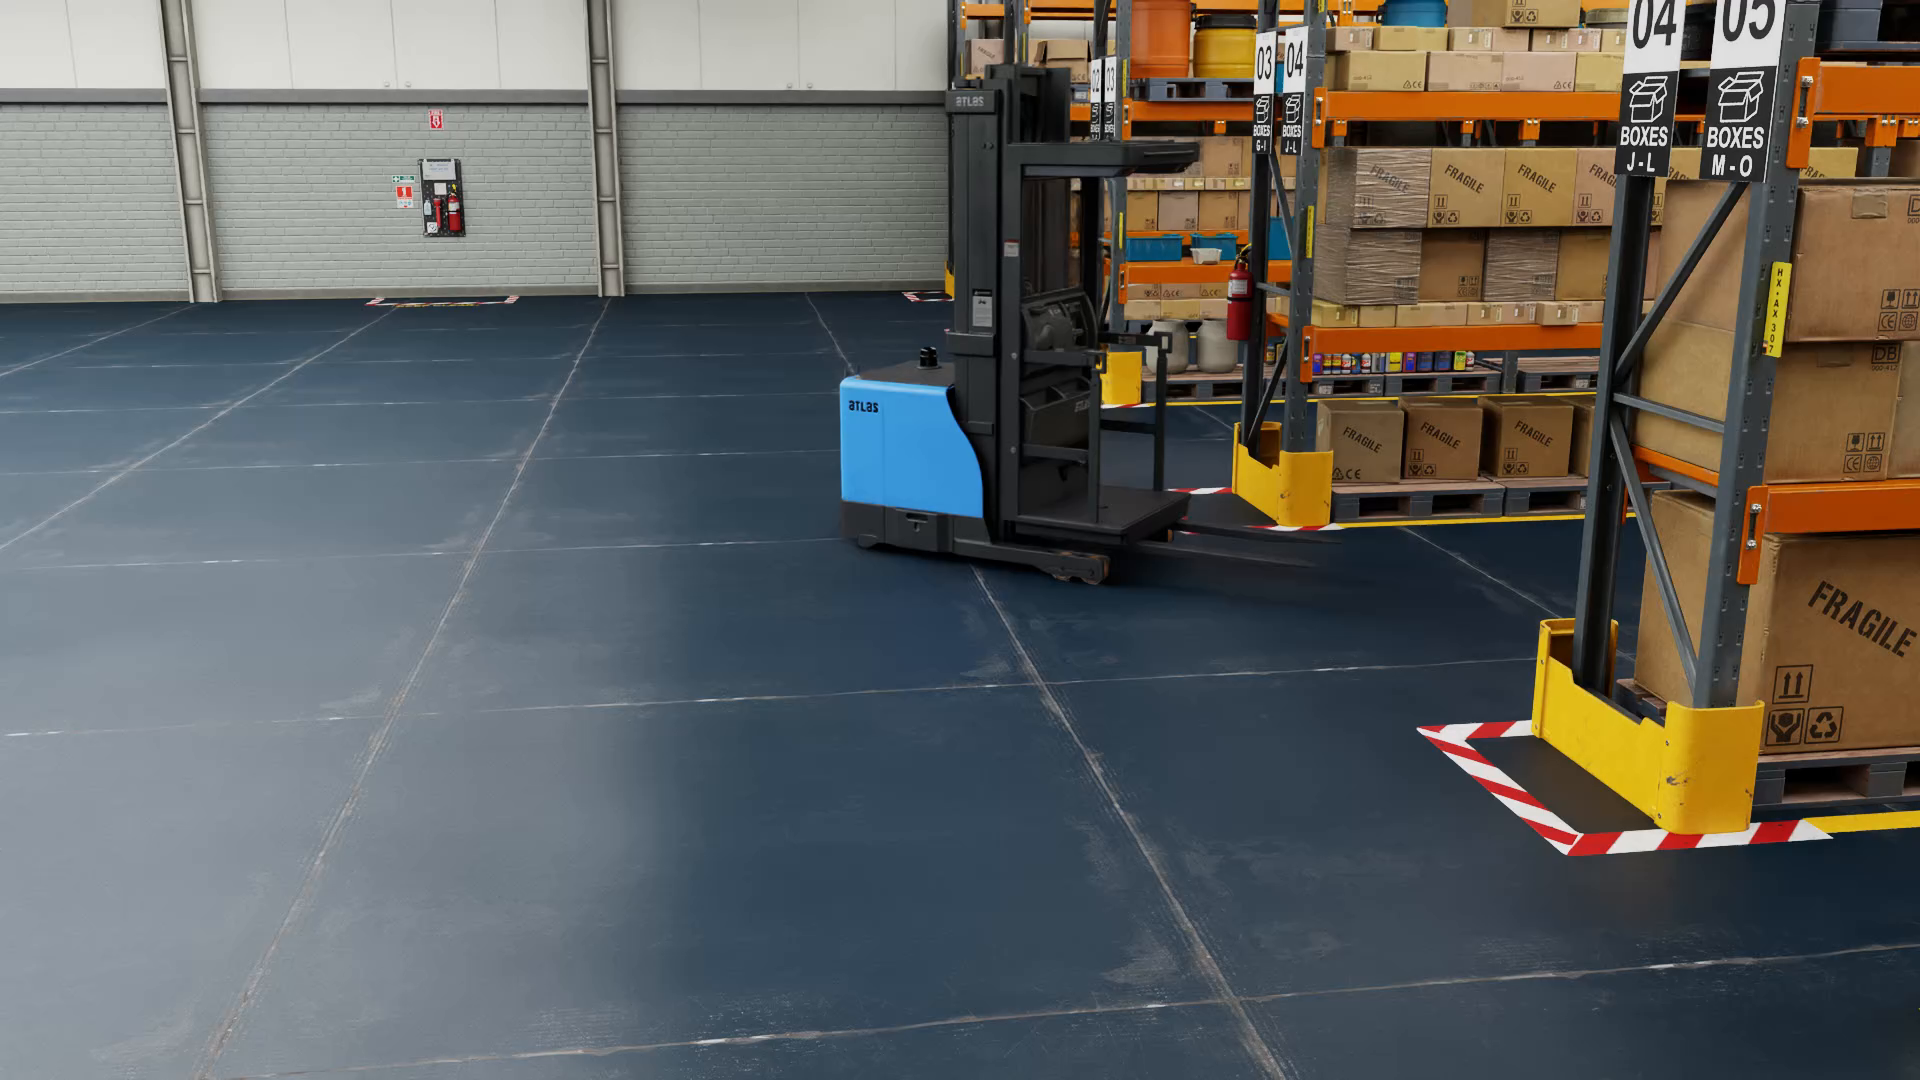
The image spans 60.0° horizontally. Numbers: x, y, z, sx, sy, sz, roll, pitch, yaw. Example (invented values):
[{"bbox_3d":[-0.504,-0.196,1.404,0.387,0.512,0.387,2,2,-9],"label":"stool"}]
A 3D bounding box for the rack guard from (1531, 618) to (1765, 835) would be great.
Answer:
[{"bbox_3d":[2.770,0.728,6.793,0.348,0.500,1.175,-2,14,-8],"label":"rack guard"}]

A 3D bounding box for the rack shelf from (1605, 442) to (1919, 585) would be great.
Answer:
[{"bbox_3d":[4.772,-0.209,6.869,4.000,0.370,1.077,-2,14,-8],"label":"rack shelf"}]

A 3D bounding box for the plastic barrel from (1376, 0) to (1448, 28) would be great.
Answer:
[{"bbox_3d":[4.372,-4.910,16.075,0.708,0.901,0.600,-2,14,-8],"label":"plastic barrel"}]

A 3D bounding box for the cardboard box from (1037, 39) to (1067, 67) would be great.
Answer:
[{"bbox_3d":[1.367,-7.238,24.947,0.500,0.500,0.500,-2,14,-7],"label":"cardboard box"}]

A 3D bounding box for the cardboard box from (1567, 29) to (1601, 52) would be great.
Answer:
[{"bbox_3d":[3.993,-3.272,10.923,0.250,0.149,0.380,-2,14,-9],"label":"cardboard box"}]

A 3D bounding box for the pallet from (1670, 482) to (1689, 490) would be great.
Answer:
[{"bbox_3d":[5.452,-0.442,12.050,1.213,0.211,1.003,-2,14,-8],"label":"pallet"}]

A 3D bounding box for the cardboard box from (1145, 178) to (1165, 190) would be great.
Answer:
[{"bbox_3d":[2.376,-4.438,20.713,0.250,0.149,0.380,-2,14,-9],"label":"cardboard box"}]

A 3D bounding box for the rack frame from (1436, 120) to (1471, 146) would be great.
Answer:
[{"bbox_3d":[7.852,-5.547,26.673,0.127,3.000,1.000,-2,14,-8],"label":"rack frame"}]

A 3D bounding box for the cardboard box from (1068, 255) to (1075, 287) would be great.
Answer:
[{"bbox_3d":[1.169,-3.390,21.321,0.500,0.500,0.500,-2,14,-8],"label":"cardboard box"}]

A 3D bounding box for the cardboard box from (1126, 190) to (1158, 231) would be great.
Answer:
[{"bbox_3d":[2.157,-4.165,20.956,0.500,0.500,0.700,-2,14,-8],"label":"cardboard box"}]

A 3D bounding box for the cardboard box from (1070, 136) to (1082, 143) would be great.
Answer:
[{"bbox_3d":[1.199,-4.759,20.659,0.500,0.500,0.700,-2,14,-8],"label":"cardboard box"}]

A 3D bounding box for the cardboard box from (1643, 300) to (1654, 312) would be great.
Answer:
[{"bbox_3d":[4.698,-1.594,11.427,0.250,0.149,0.380,-2,14,-8],"label":"cardboard box"}]

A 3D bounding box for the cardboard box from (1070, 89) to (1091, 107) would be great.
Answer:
[{"bbox_3d":[1.885,-6.777,25.166,0.500,0.500,0.500,-1,14,-5],"label":"cardboard box"}]

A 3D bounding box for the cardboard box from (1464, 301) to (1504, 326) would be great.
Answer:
[{"bbox_3d":[3.464,-1.545,11.232,0.250,0.149,0.380,-2,14,-8],"label":"cardboard box"}]

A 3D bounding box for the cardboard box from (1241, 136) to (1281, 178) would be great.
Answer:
[{"bbox_3d":[3.701,-4.852,21.030,0.500,0.500,0.700,-2,14,-8],"label":"cardboard box"}]

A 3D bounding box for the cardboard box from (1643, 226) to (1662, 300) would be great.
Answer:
[{"bbox_3d":[4.677,-1.967,11.581,0.500,0.500,0.875,-2,14,-8],"label":"cardboard box"}]

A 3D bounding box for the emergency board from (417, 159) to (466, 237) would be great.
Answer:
[{"bbox_3d":[-7.878,-5.193,25.260,0.643,1.169,0.194,-2,14,-8],"label":"emergency board"}]

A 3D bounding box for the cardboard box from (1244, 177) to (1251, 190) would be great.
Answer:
[{"bbox_3d":[3.638,-4.484,20.895,0.250,0.149,0.380,-2,14,-8],"label":"cardboard box"}]

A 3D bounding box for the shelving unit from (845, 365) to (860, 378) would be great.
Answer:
[{"bbox_3d":[-0.599,-0.624,11.052,0.252,1.050,0.215,6,15,23],"label":"shelving unit"}]

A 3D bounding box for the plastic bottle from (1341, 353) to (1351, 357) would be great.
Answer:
[{"bbox_3d":[3.952,-1.925,16.925,0.135,0.276,0.152,-2,14,-8],"label":"plastic bottle"}]

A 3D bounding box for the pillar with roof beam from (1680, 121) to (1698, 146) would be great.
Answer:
[{"bbox_3d":[13.012,-7.800,23.323,0.400,9.000,9.100,-2,14,-8],"label":"pillar with roof beam"}]

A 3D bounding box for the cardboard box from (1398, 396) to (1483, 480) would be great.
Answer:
[{"bbox_3d":[3.361,-0.722,11.711,0.500,0.500,0.500,2,14,6],"label":"cardboard box"}]

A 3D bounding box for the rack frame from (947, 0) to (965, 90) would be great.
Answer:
[{"bbox_3d":[-0.059,-8.167,24.787,0.127,3.000,1.000,-2,14,-8],"label":"rack frame"}]

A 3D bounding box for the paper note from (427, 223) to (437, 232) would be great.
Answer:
[{"bbox_3d":[-8.063,-4.775,25.408,0.142,0.148,0.016,-2,14,-8],"label":"paper note"}]

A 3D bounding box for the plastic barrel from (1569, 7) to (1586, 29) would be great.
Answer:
[{"bbox_3d":[5.843,-4.788,16.449,0.708,0.901,0.600,-2,14,-8],"label":"plastic barrel"}]

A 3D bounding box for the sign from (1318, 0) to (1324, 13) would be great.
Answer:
[{"bbox_3d":[2.236,-3.431,10.273,0.005,0.325,0.100,-2,14,-8],"label":"sign"}]

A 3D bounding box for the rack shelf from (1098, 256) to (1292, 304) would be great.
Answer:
[{"bbox_3d":[3.395,-2.597,16.391,4.000,0.370,1.077,-2,14,-8],"label":"rack shelf"}]

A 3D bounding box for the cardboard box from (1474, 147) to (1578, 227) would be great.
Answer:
[{"bbox_3d":[3.729,-2.349,11.051,0.500,0.500,0.500,-2,14,-8],"label":"cardboard box"}]

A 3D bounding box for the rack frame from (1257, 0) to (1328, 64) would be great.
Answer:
[{"bbox_3d":[2.155,-4.592,10.534,0.127,3.000,1.000,-2,14,-8],"label":"rack frame"}]

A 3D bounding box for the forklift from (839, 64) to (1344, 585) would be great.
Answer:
[{"bbox_3d":[0.778,-1.309,9.916,3.031,2.935,1.130,8,16,28],"label":"forklift"}]

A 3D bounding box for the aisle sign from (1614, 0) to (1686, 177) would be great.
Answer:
[{"bbox_3d":[2.679,-1.816,6.453,0.004,0.787,0.394,-2,14,-8],"label":"aisle sign"}]

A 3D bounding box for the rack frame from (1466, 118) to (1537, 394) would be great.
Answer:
[{"bbox_3d":[5.373,-3.019,16.593,0.127,3.000,1.000,-2,14,-8],"label":"rack frame"}]

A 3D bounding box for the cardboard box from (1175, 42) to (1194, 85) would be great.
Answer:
[{"bbox_3d":[2.991,-5.958,20.782,0.637,0.503,0.797,-1,14,-2],"label":"cardboard box"}]

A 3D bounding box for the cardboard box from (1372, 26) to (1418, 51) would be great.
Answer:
[{"bbox_3d":[2.733,-3.199,10.632,0.250,0.149,0.380,-2,14,-7],"label":"cardboard box"}]

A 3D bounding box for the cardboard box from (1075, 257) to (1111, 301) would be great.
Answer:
[{"bbox_3d":[1.741,-3.284,20.897,0.500,0.500,0.500,-2,14,-8],"label":"cardboard box"}]

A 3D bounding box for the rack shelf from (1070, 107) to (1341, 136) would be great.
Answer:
[{"bbox_3d":[2.661,-5.244,20.778,4.000,0.370,1.077,-2,14,-8],"label":"rack shelf"}]

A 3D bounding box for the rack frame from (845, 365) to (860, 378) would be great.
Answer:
[{"bbox_3d":[-0.711,-0.636,11.099,0.008,1.050,0.200,6,15,23],"label":"rack frame"}]

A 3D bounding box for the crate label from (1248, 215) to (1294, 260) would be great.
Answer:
[{"bbox_3d":[3.197,-3.023,16.536,0.616,0.435,0.502,-2,14,-8],"label":"crate label"}]

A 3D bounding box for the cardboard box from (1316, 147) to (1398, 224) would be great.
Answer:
[{"bbox_3d":[2.662,-2.440,11.411,0.500,0.500,0.500,-2,14,-8],"label":"cardboard box"}]

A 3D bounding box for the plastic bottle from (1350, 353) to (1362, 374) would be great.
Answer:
[{"bbox_3d":[3.895,-1.778,16.349,0.097,0.271,0.097,0,14,0],"label":"plastic bottle"}]

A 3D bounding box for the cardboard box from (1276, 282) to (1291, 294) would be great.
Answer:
[{"bbox_3d":[4.133,-3.503,21.770,0.500,0.500,0.500,-2,14,-8],"label":"cardboard box"}]

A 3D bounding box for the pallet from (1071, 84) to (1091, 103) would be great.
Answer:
[{"bbox_3d":[1.386,-5.497,20.489,1.213,0.211,1.003,-2,14,-8],"label":"pallet"}]

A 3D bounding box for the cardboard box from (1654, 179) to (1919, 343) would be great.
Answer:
[{"bbox_3d":[3.167,-1.086,6.359,0.550,0.550,0.875,-2,14,-8],"label":"cardboard box"}]

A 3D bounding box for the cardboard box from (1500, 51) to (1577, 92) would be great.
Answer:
[{"bbox_3d":[3.669,-3.057,10.887,0.500,0.250,0.500,-2,14,-9],"label":"cardboard box"}]

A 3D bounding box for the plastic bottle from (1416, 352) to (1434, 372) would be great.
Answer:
[{"bbox_3d":[4.589,-1.848,16.464,0.185,0.351,0.144,-3,14,-11],"label":"plastic bottle"}]

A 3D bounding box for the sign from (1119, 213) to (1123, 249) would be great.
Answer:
[{"bbox_3d":[1.495,-2.876,15.453,0.005,0.325,0.100,-2,14,-8],"label":"sign"}]

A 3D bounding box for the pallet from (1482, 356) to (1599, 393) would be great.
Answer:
[{"bbox_3d":[6.143,-1.704,17.083,1.213,0.211,1.003,-2,14,-8],"label":"pallet"}]

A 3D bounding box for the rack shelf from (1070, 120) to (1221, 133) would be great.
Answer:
[{"bbox_3d":[1.919,-6.435,25.529,4.000,0.370,1.077,-2,14,-8],"label":"rack shelf"}]

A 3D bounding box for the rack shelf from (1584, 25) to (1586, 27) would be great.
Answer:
[{"bbox_3d":[9.830,-7.986,26.368,4.000,0.370,1.077,-2,14,-8],"label":"rack shelf"}]

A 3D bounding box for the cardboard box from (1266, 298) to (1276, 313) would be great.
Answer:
[{"bbox_3d":[3.716,-2.995,21.288,0.500,0.250,0.500,-2,14,-8],"label":"cardboard box"}]
